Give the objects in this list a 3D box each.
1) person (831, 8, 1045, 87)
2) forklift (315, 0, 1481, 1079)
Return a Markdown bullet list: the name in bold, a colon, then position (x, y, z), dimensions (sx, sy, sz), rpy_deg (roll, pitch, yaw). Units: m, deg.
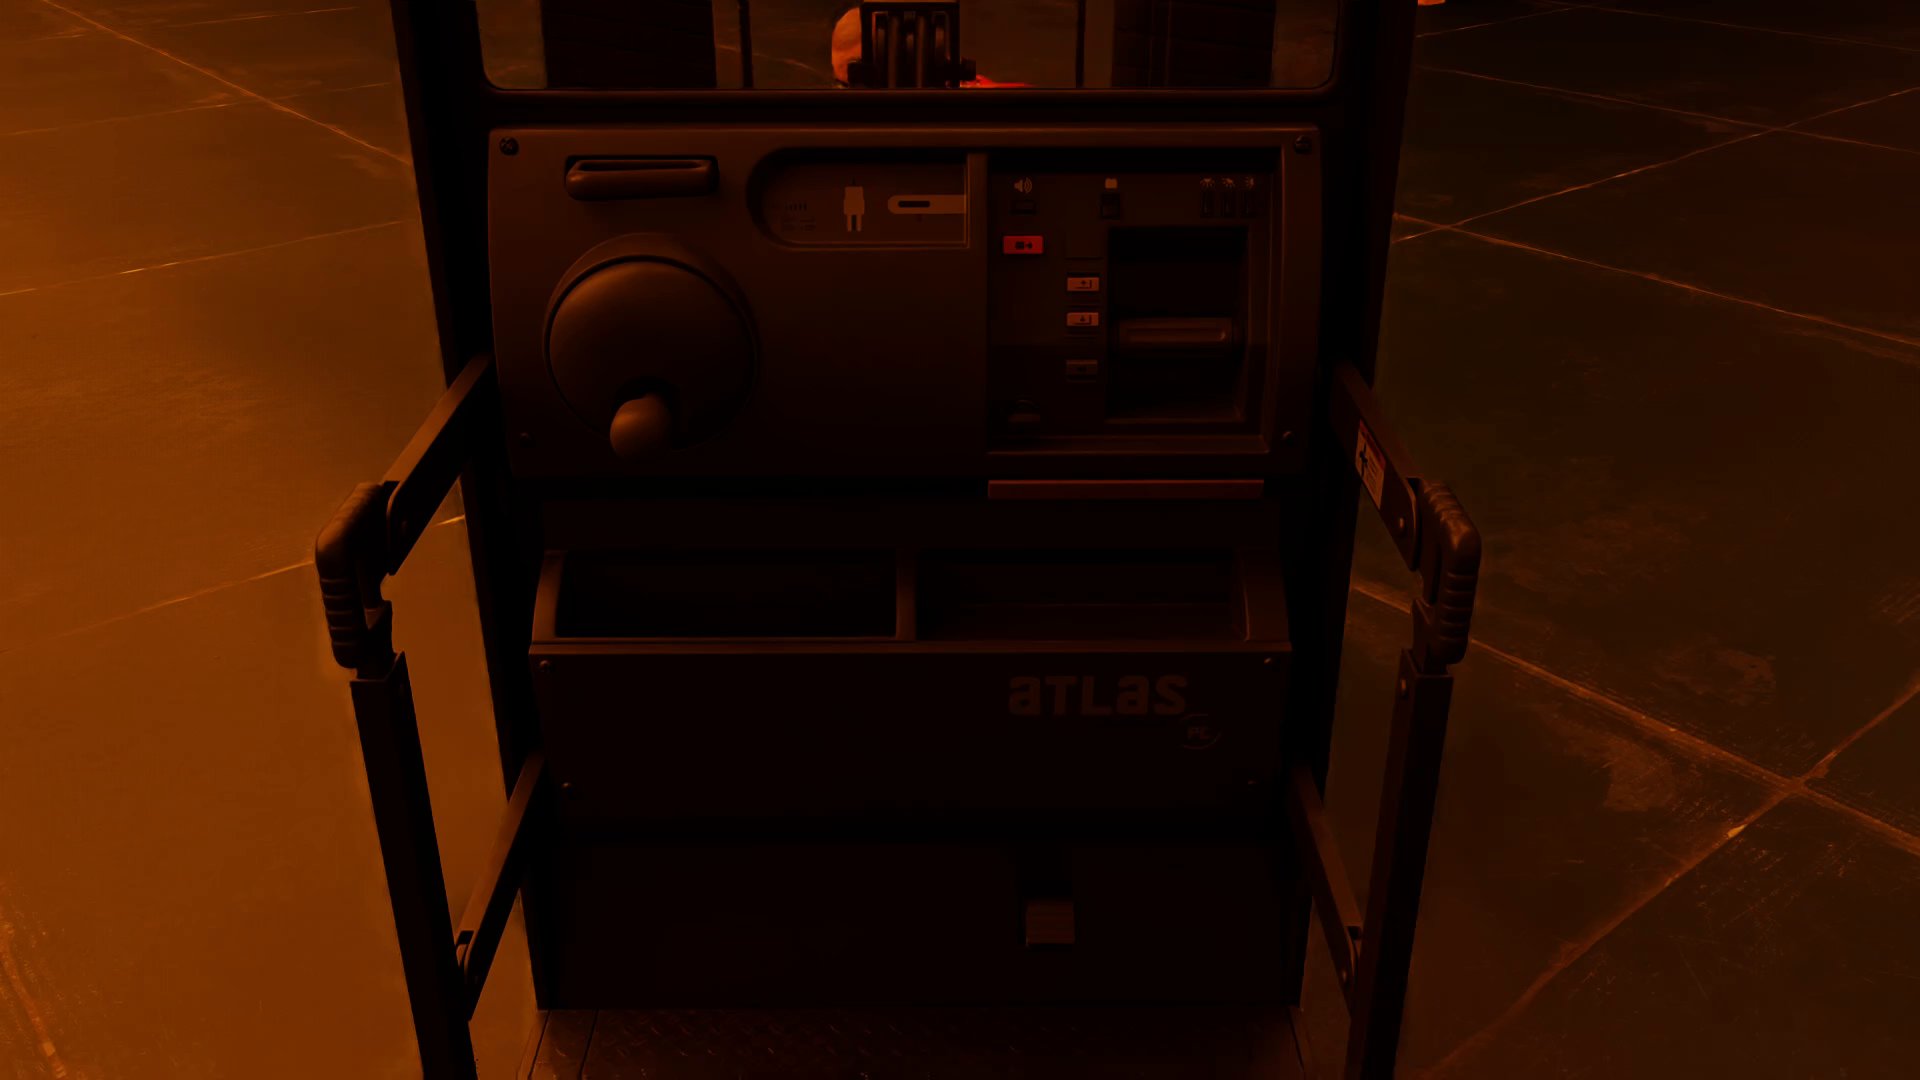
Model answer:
- **person**: position (-0.052, -0.544, 4.085), dimensions (1.215, 1.447, 0.938), rpy_deg (18, 32, 33)
- **forklift**: position (-0.056, -0.239, 1.684), dimensions (1.130, 2.935, 3.031), rpy_deg (0, 26, 0)
